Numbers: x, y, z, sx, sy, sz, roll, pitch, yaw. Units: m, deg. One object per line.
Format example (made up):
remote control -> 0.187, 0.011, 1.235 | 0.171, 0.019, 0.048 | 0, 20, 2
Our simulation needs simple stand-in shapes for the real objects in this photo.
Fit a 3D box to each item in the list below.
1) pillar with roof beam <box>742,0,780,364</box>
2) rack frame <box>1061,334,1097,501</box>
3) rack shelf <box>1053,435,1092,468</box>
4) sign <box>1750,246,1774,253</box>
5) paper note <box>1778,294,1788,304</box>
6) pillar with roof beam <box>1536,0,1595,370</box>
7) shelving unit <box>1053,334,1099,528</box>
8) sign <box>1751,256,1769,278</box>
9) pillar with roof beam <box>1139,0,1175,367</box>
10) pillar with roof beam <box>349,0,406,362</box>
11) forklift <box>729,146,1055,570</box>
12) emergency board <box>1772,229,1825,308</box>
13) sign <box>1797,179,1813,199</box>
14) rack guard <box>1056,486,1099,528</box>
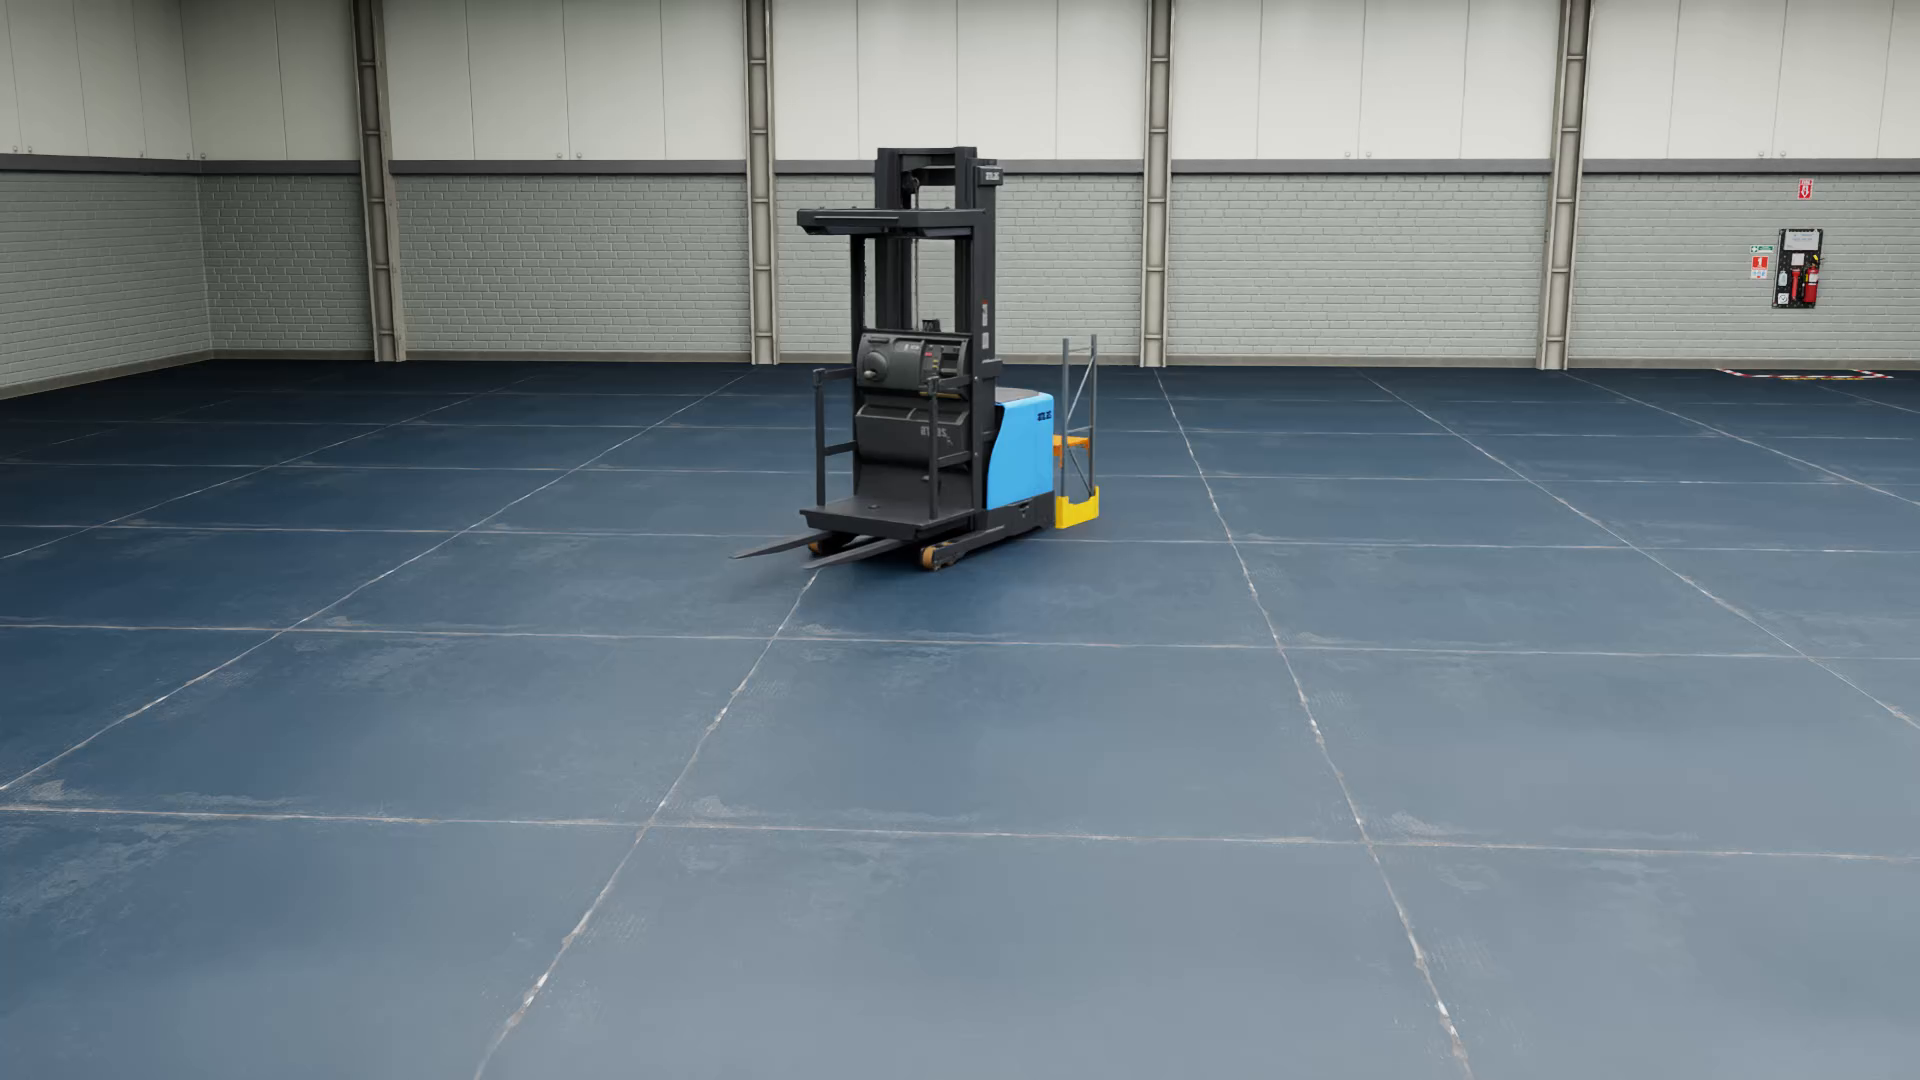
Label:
pillar with roof beam -> -3.317, -6.282, 20.821 | 0.400, 9.000, 9.100 | 1, 12, 4
rack frame -> 0.951, -0.881, 13.314 | 0.032, 1.500, 0.500 | 8, 14, 33
rack shelf -> 0.527, -0.762, 13.625 | 1.000, 0.185, 0.538 | 8, 14, 33
sign -> 11.927, -4.324, 24.731 | 0.331, 0.109, 0.001 | 1, 12, 4
paper note -> 12.295, -3.606, 24.830 | 0.142, 0.148, 0.016 | 1, 12, 4
pillar with roof beam -> 8.656, -6.118, 20.036 | 0.400, 9.000, 9.100 | 1, 12, 4
shelving unit -> 0.534, -0.937, 13.583 | 1.083, 1.500, 0.587 | 8, 14, 33
sign -> 11.923, -4.066, 24.794 | 0.234, 0.329, 0.001 | 1, 12, 4
pillar with roof beam -> 2.670, -6.200, 20.428 | 0.400, 9.000, 9.100 | 1, 12, 4
pillar with roof beam -> -9.303, -6.364, 21.213 | 0.400, 9.000, 9.100 | 1, 12, 4
forklift -> -0.463, -1.330, 11.969 | 1.130, 2.935, 3.031 | 7, 14, 32
emergency board -> 12.467, -4.020, 24.661 | 0.643, 1.169, 0.194 | 1, 12, 4
sign -> 12.466, -5.175, 24.521 | 0.199, 0.298, 0.001 | 1, 12, 4
rack guard -> 0.950, -0.269, 13.443 | 0.087, 0.250, 0.587 | 8, 14, 33
